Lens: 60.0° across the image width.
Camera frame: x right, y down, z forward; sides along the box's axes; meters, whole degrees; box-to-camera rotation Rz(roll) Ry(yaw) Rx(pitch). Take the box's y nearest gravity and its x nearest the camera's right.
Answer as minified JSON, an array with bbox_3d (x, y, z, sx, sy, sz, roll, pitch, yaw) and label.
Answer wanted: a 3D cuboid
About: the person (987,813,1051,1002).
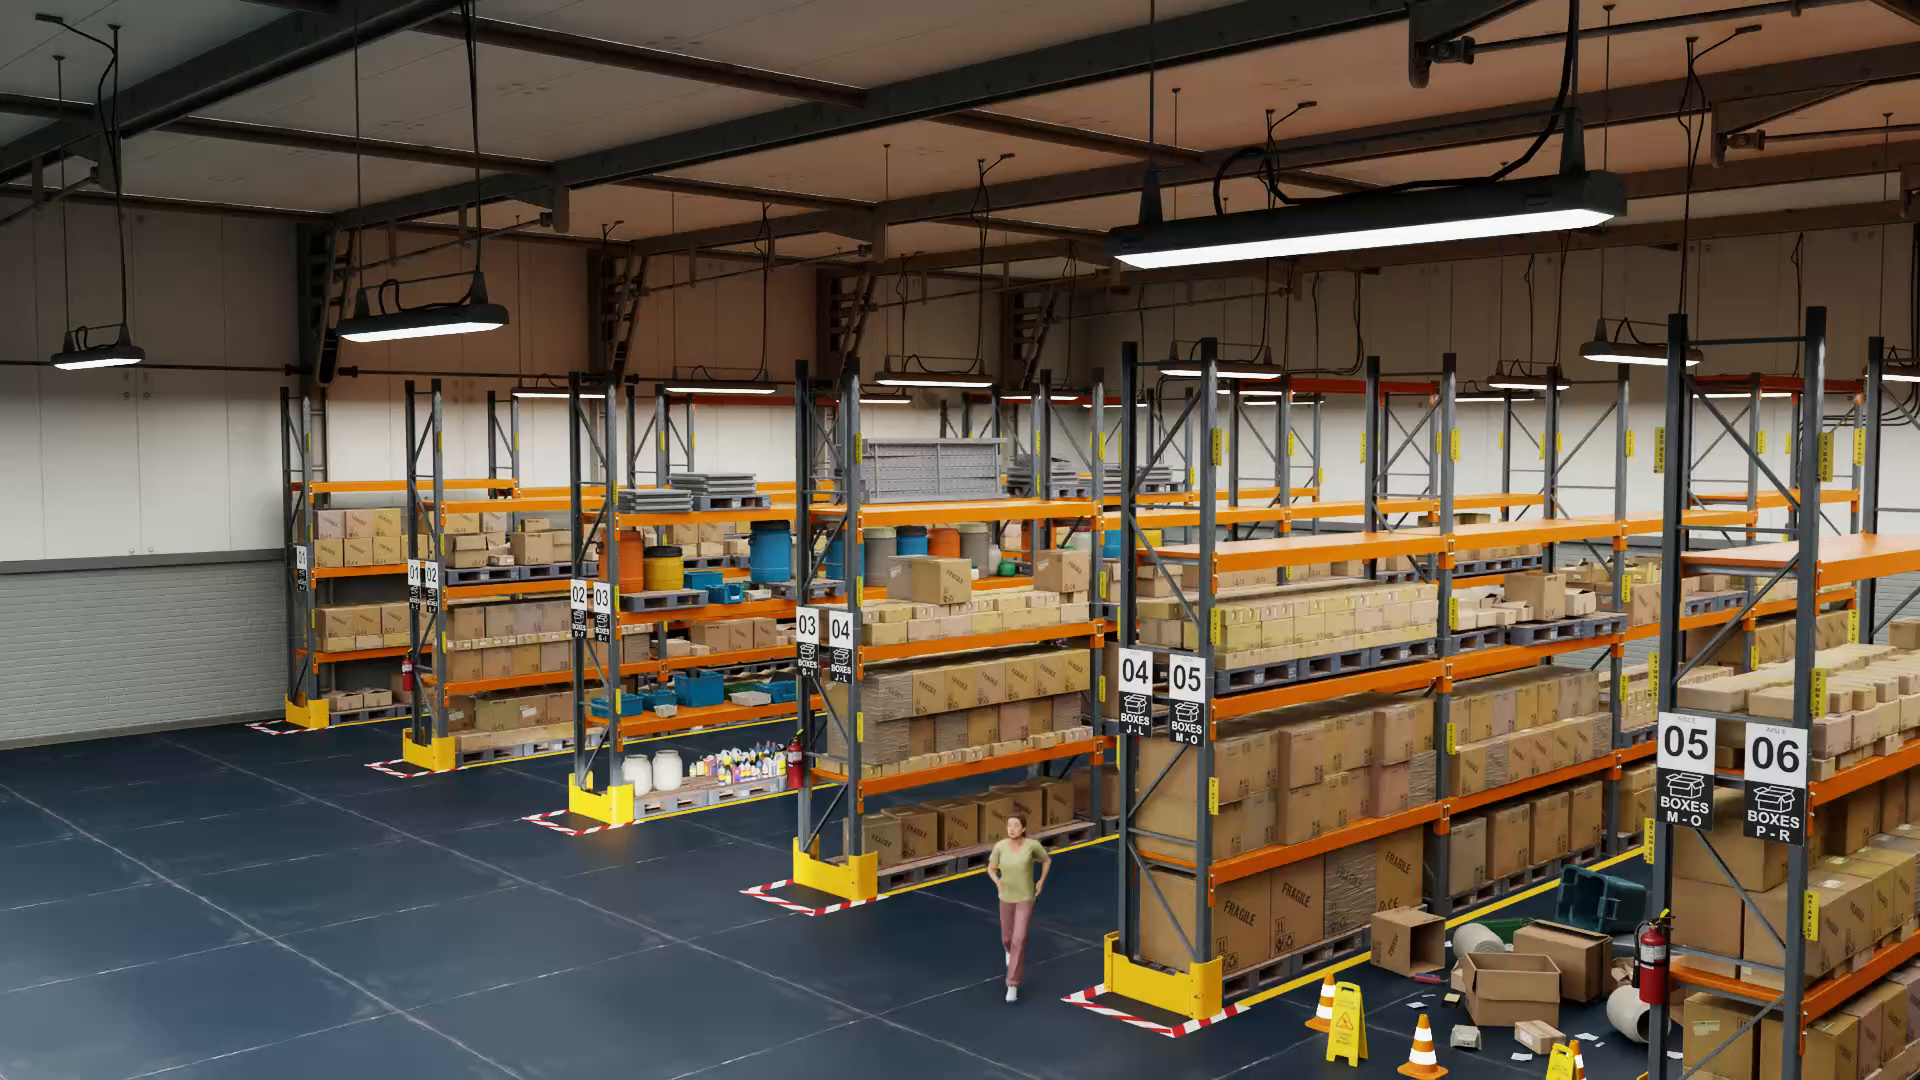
[{"bbox_3d":[0.546,3.354,15.500,0.587,1.667,0.895,1,4,12],"label":"person"}]

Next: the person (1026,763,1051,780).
[{"bbox_3d":[1.126,2.718,24.376,0.673,1.732,0.692,3,5,36],"label":"person"}]

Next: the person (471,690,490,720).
[{"bbox_3d":[-8.130,2.591,28.053,0.552,1.536,0.628,3,5,42],"label":"person"}]
